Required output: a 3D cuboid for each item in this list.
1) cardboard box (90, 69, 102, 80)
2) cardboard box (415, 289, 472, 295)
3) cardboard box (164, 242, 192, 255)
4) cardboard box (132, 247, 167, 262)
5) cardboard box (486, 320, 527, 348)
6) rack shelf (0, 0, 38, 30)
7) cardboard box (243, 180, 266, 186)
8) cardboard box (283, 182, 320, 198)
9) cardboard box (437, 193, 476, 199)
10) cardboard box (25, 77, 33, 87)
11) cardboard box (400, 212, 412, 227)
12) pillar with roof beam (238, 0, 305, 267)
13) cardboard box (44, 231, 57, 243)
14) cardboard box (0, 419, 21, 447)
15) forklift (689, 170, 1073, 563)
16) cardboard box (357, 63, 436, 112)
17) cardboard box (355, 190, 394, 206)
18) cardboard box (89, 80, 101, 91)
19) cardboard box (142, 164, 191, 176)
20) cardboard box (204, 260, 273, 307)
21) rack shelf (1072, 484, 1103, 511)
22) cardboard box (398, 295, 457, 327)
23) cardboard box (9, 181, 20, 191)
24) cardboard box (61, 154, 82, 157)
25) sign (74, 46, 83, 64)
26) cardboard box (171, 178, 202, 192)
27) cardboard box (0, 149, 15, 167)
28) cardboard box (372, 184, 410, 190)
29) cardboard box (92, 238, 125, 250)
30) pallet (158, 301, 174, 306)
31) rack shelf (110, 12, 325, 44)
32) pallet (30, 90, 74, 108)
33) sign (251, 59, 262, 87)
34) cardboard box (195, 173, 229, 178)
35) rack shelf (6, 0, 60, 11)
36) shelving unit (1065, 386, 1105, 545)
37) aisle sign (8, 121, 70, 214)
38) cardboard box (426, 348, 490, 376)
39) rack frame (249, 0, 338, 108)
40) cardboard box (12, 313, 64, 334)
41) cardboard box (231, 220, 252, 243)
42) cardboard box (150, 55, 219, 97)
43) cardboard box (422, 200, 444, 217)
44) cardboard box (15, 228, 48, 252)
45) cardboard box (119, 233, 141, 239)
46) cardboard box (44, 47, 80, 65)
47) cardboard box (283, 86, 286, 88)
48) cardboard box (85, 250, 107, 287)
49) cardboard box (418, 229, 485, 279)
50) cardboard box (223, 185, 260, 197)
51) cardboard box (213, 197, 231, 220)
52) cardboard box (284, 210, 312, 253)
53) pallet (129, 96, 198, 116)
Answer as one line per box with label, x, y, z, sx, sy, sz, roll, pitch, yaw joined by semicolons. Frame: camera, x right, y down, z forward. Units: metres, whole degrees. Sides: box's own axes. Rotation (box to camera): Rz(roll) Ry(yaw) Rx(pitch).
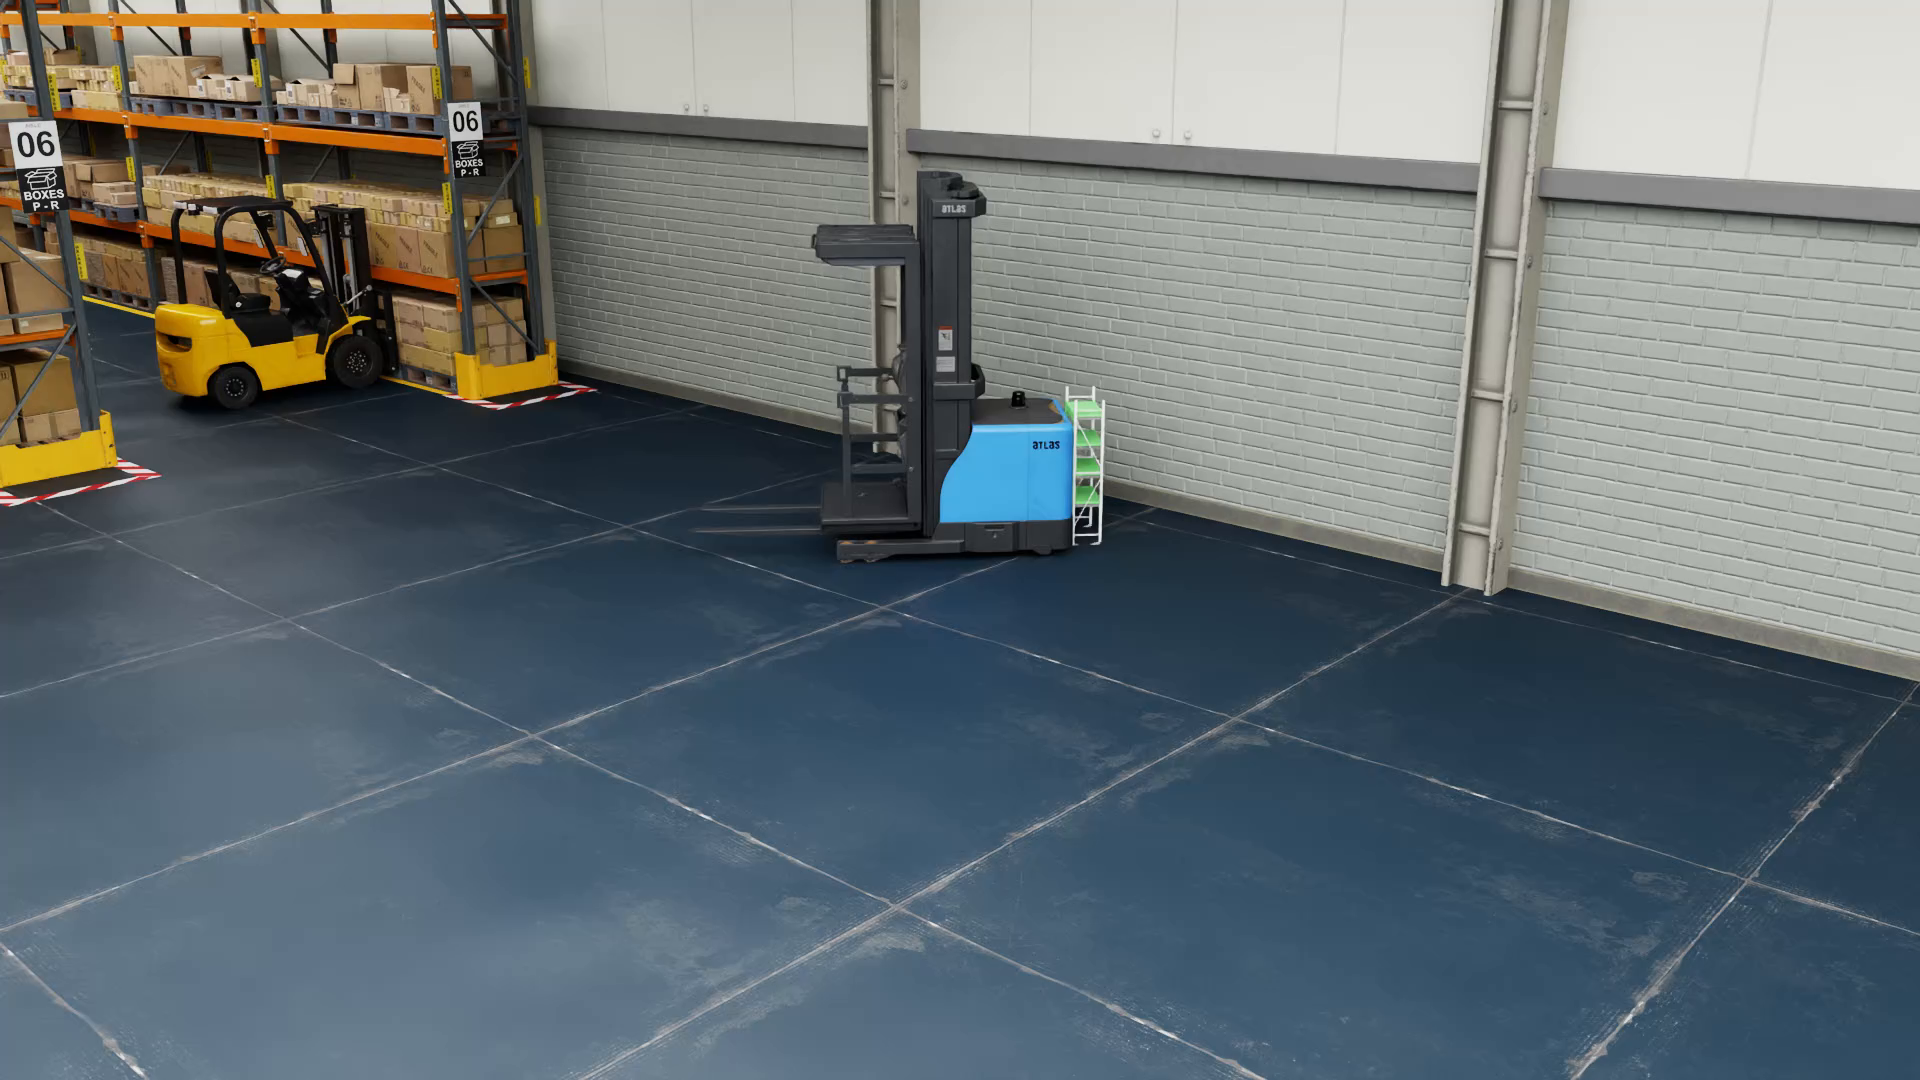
cardboard box;-12.133;-6.632;23.688;0.250;0.149;0.380;15;23;38
cardboard box;-6.151;-2.862;19.869;0.500;0.250;0.500;15;23;39
cardboard box;-11.522;-4.313;24.608;0.250;0.149;0.380;16;24;41
cardboard box;-11.696;-4.120;24.001;0.250;0.149;0.380;14;22;37
cardboard box;-5.388;-2.423;19.314;0.500;0.250;0.500;16;23;40
rack shelf;-9.962;-4.947;15.517;4.000;0.370;1.077;15;23;39
cardboard box;-9.396;-4.750;22.382;0.250;0.149;0.380;15;23;40
cardboard box;-8.125;-4.325;20.550;0.250;0.149;0.380;16;23;40
cardboard box;-5.839;-3.931;19.312;0.250;0.149;0.380;15;23;40
cardboard box;-13.633;-6.813;24.716;0.250;0.149;0.380;15;23;40
cardboard box;-6.162;-3.680;19.011;0.250;0.149;0.380;15;23;39
pillar with roof beam;-12.442;-6.588;19.494;0.400;9.000;9.100;15;23;39
cardboard box;-14.058;-4.749;25.983;0.250;0.149;0.380;16;24;42
cardboard box;-9.268;-1.026;15.737;0.500;0.250;0.500;15;23;39
forklift;-0.645;-1.383;13.124;3.031;2.935;1.130;-1;18;-4
cardboard box;-6.367;-5.141;18.869;0.500;0.500;0.700;15;23;40
cardboard box;-6.911;-4.038;19.647;0.250;0.149;0.380;15;23;39
cardboard box;-12.158;-6.480;23.702;0.250;0.149;0.380;15;23;39
cardboard box;-11.439;-5.147;24.011;0.500;0.500;0.500;16;24;42
cardboard box;-9.703;-3.436;22.710;0.625;0.625;0.875;14;22;37
rack shelf;1.005;-0.319;13.638;0.258;0.148;0.480;-1;18;-4
cardboard box;-6.112;-2.643;19.180;0.500;0.250;0.500;16;23;40
cardboard box;-14.693;-5.681;26.309;0.500;0.250;0.500;16;23;41
cardboard box;-13.937;-5.664;25.639;0.500;0.500;0.700;16;23;41
sign;-13.784;-7.554;25.990;0.005;0.325;0.100;15;23;39
cardboard box;-10.502;-4.838;22.659;0.250;0.149;0.380;15;23;40
cardboard box;-8.499;-3.480;15.076;0.250;0.149;0.380;15;23;39
cardboard box;-6.951;-4.257;20.339;0.250;0.149;0.380;15;23;38
cardboard box;-12.819;-4.454;25.052;0.250;0.149;0.380;15;23;39
pallet;-10.568;-3.257;23.526;1.213;0.211;1.003;15;23;39
rack shelf;-9.662;-6.685;21.649;4.000;0.370;1.077;15;23;39
pallet;-12.931;-6.549;24.641;1.003;0.211;1.213;15;23;39
sign;-8.519;-5.659;20.149;0.005;0.325;0.100;15;23;39
cardboard box;-10.511;-5.070;23.392;0.250;0.149;0.380;16;23;41
rack shelf;-15.646;-8.480;26.650;4.000;0.370;1.077;15;23;39
shelving unit;1.005;-0.609;13.546;0.258;1.200;0.503;-1;18;-4
aisle sign;-8.214;-3.327;14.839;0.004;0.787;0.394;15;23;39
cardboard box;-5.736;-2.066;19.016;0.500;0.250;0.500;15;23;40
rack frame;-8.166;-6.817;20.214;0.127;3.000;1.000;15;23;39
cardboard box;-8.583;-2.026;15.451;0.250;0.149;0.380;15;23;39
cardboard box;-9.097;-4.027;21.591;0.500;0.250;0.500;15;23;39
cardboard box;-10.334;-6.206;22.225;0.500;0.500;0.700;14;23;38
cardboard box;-5.788;-3.719;18.643;0.250;0.149;0.380;15;23;39
cardboard box;-15.357;-4.842;27.349;0.500;0.500;0.700;14;22;37
cardboard box;-12.687;-4.622;25.584;0.250;0.149;0.380;15;23;40
cardboard box;-13.656;-7.369;25.293;0.258;0.266;0.396;15;23;39
cardboard box;-8.671;-5.730;21.304;0.250;0.149;0.380;15;23;39
cardboard box;-12.779;-4.113;25.050;0.500;0.500;0.500;14;22;37
cardboard box;-5.717;-3.241;18.700;0.500;0.500;0.500;14;23;38
cardboard box;-9.361;-4.531;21.691;0.250;0.149;0.380;14;23;38
cardboard box;-9.471;-4.370;21.845;0.500;0.250;0.500;16;23;40
cardboard box;-8.008;-3.857;20.640;0.500;0.500;0.500;14;22;38
pallet;-10.591;-5.984;22.862;1.003;0.211;1.213;16;24;42
